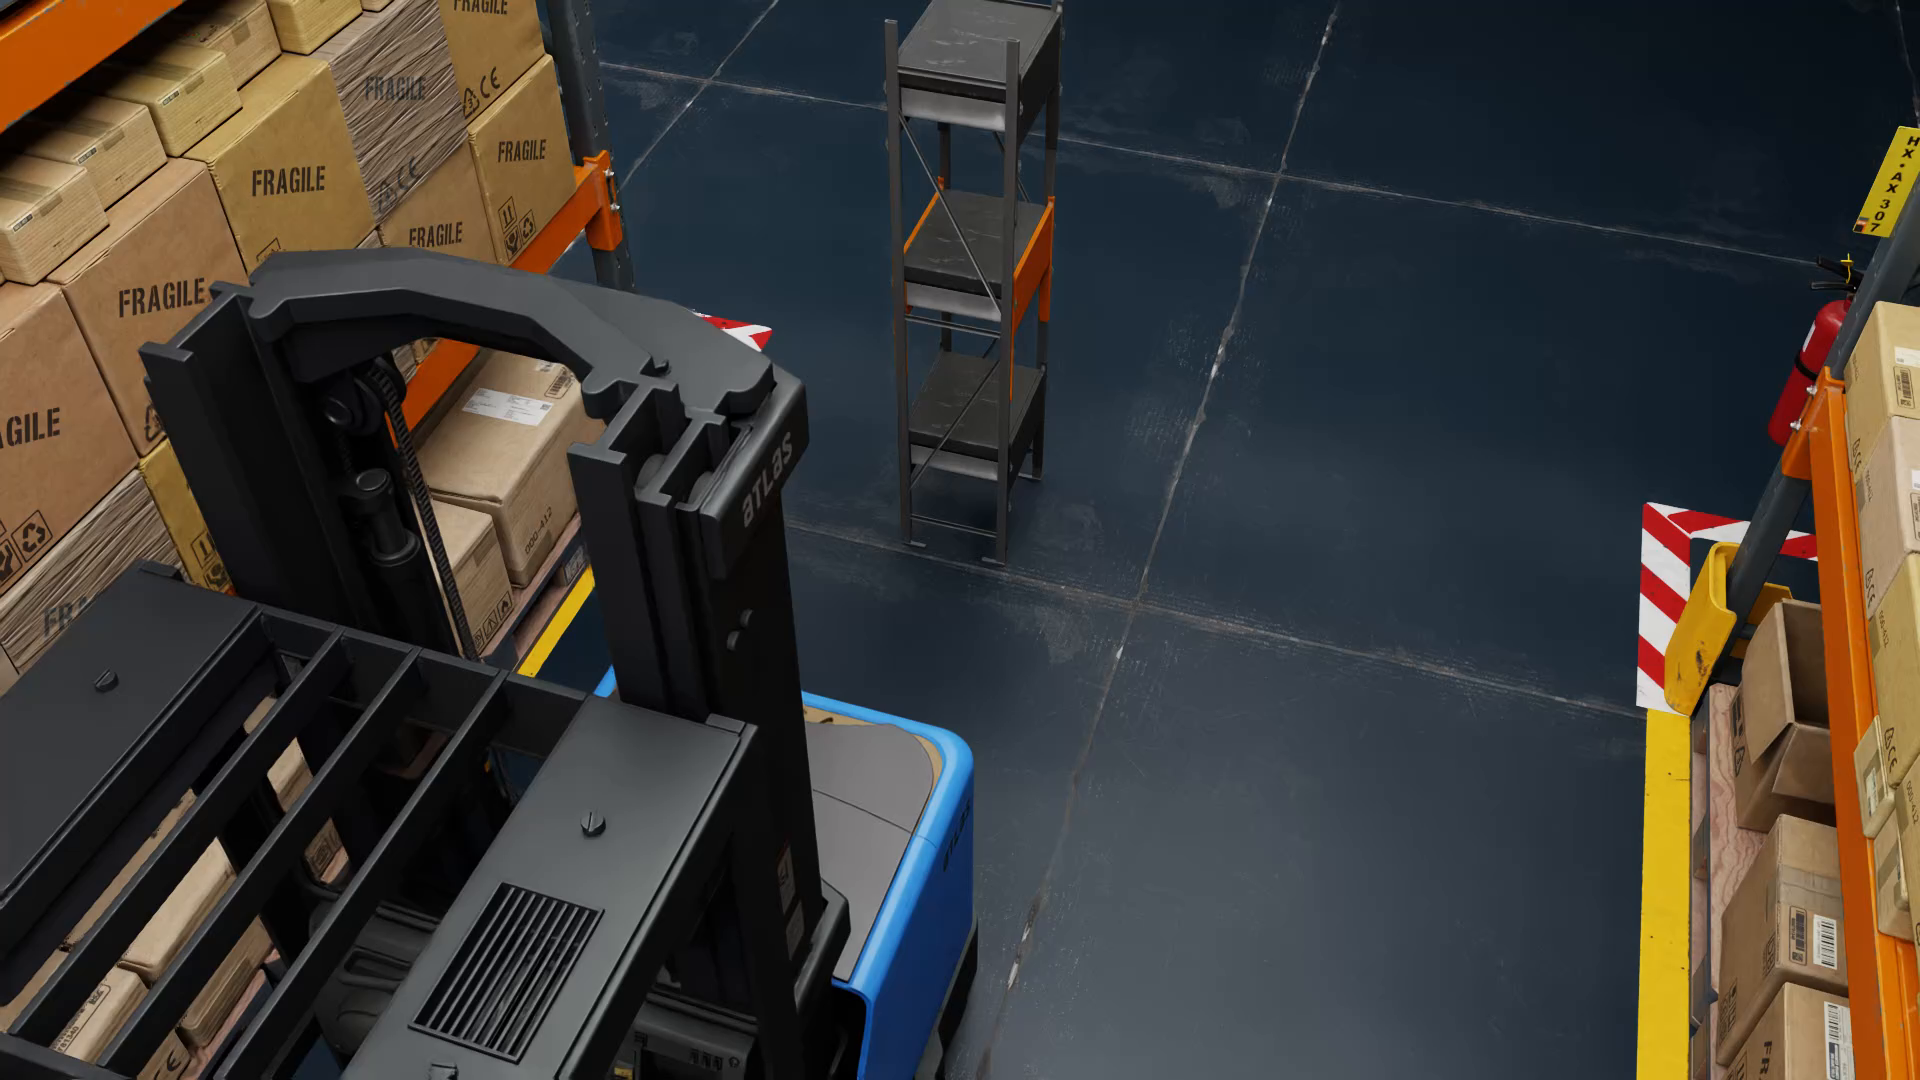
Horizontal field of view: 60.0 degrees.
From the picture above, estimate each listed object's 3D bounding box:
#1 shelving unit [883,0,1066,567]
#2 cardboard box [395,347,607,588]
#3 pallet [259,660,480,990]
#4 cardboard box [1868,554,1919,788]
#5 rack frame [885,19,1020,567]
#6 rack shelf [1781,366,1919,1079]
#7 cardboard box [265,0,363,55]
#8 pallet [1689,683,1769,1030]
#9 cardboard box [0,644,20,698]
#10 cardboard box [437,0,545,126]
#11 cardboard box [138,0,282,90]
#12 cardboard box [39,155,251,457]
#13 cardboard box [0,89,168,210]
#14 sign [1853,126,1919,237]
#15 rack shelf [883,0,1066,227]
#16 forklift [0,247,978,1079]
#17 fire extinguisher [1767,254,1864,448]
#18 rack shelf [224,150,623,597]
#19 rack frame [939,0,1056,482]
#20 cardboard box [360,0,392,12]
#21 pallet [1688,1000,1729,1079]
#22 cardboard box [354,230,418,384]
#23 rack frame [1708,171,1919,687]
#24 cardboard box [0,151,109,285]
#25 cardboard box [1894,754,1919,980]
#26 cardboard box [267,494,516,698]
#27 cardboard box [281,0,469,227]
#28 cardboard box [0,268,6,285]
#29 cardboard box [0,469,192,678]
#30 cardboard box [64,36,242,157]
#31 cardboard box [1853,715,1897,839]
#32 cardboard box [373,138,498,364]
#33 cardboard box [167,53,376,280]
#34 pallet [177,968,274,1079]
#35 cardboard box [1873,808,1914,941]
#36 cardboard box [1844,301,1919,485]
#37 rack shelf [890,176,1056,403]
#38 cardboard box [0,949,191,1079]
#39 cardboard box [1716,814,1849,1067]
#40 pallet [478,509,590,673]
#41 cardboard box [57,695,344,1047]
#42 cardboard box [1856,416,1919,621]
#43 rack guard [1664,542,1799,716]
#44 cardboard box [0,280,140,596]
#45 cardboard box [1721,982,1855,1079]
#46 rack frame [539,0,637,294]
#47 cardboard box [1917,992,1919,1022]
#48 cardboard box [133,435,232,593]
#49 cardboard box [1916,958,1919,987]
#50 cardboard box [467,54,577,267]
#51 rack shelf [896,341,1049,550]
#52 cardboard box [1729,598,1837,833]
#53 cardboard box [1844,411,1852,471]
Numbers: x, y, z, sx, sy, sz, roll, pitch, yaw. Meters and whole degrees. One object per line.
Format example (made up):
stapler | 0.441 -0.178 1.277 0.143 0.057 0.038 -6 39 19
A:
shelving unit | 0.050 -0.861 5.628 0.431 2.100 0.503 13 46 12
cardboard box | -1.808 -0.356 6.001 0.875 0.438 0.875 11 45 11
pallet | -2.242 0.774 5.308 1.003 0.211 1.213 13 46 12
cardboard box | 2.332 0.334 3.659 0.500 0.250 0.500 12 46 12
rack frame | -0.024 -0.698 5.462 0.400 2.100 0.015 13 46 12
rack shelf | 2.423 1.056 3.540 1.077 0.370 4.000 13 46 13
cardboard box | -1.788 -1.403 4.288 0.380 0.149 0.250 14 46 13
pallet | 2.765 1.045 5.031 1.003 0.211 1.213 13 46 13
cardboard box | -2.366 0.456 3.568 0.500 0.500 0.500 13 46 13
cardboard box | -1.622 -1.604 4.958 0.500 0.500 0.500 14 46 14
cardboard box | -1.935 -1.243 4.126 0.380 0.149 0.250 12 46 12
cardboard box | -2.059 -0.586 3.917 0.500 0.500 0.500 12 46 12
cardboard box | -2.052 -0.893 3.768 0.380 0.149 0.250 14 46 14
sign | 2.512 -0.958 4.465 0.100 0.325 0.005 13 46 13
rack shelf | 0.050 -1.351 5.148 0.431 0.518 0.480 13 46 12
forklift | -0.903 1.085 3.045 1.130 2.935 3.031 13 46 13
fire extinguisher | 2.633 -0.569 5.008 0.296 0.674 0.183 13 46 13
rack shelf | -2.309 0.008 4.612 1.077 0.370 4.000 13 46 13
rack frame | 0.124 -1.023 5.795 0.400 2.100 0.015 13 46 12
cardboard box | -1.673 -1.562 4.451 0.380 0.149 0.250 12 46 12
pallet | 2.394 1.856 4.203 1.003 0.211 1.213 13 46 13
cardboard box | -1.910 -0.564 4.611 0.500 0.500 0.500 14 46 14
rack frame | 3.029 -0.534 4.651 1.000 3.000 0.127 13 46 13
cardboard box | -2.092 -0.708 3.579 0.380 0.149 0.250 13 46 13
cardboard box | 2.197 0.679 3.306 0.500 0.250 0.500 11 46 11
cardboard box | -2.077 0.256 5.375 0.875 0.438 0.875 14 46 14
cardboard box | -1.752 -1.249 4.596 0.500 0.500 0.500 13 46 13
cardboard box | -2.232 -0.559 3.426 0.380 0.149 0.250 12 46 12
cardboard box | -2.210 0.126 3.905 0.500 0.500 0.500 13 46 13
cardboard box | -1.955 -1.064 3.942 0.380 0.149 0.250 14 46 13
cardboard box | 2.230 0.565 3.707 0.380 0.149 0.250 11 46 11
cardboard box | -1.763 -0.909 4.963 0.500 0.500 0.500 12 46 12
cardboard box | -1.905 -0.920 4.259 0.500 0.500 0.500 12 46 12
pallet | -2.610 1.590 4.474 1.003 0.211 1.213 13 46 13
cardboard box | 2.170 0.745 3.524 0.380 0.149 0.250 14 46 13
cardboard box | 2.635 -0.341 4.348 0.500 0.250 0.500 13 46 13
rack shelf | 0.050 -0.851 5.638 0.431 0.518 0.480 13 46 12
cardboard box | -2.622 1.453 4.152 0.875 0.438 0.875 12 46 12
cardboard box | 2.457 1.159 4.408 0.700 0.500 0.500 14 46 14
pallet | -1.871 -0.036 6.136 1.003 0.211 1.213 13 46 13
cardboard box | -2.351 0.857 4.762 0.875 0.438 0.875 11 45 11
cardboard box | 2.482 -0.005 4.005 0.500 0.250 0.500 13 46 13
rack guard | 3.006 0.410 5.473 1.175 0.500 0.348 13 46 13
cardboard box | -2.215 -0.250 3.574 0.500 0.500 0.500 13 46 13
cardboard box | 2.202 1.490 4.070 0.500 0.500 0.500 13 46 13
rack frame | -1.703 -1.583 5.723 1.000 3.000 0.127 13 46 13
cardboard box | 2.040 1.022 2.956 0.500 0.250 0.500 12 46 12
cardboard box | -2.054 -0.218 4.256 0.500 0.500 0.500 14 46 14
cardboard box | 2.157 0.931 3.333 0.380 0.149 0.250 12 46 12
cardboard box | -1.597 -1.241 5.302 0.500 0.500 0.500 13 46 13
rack shelf | 0.050 -0.351 6.127 0.431 0.518 0.480 13 46 12
cardboard box | 2.753 0.596 4.981 0.797 0.503 0.637 11 45 11
cardboard box | 2.668 -0.283 4.574 0.380 0.149 0.250 12 46 12
